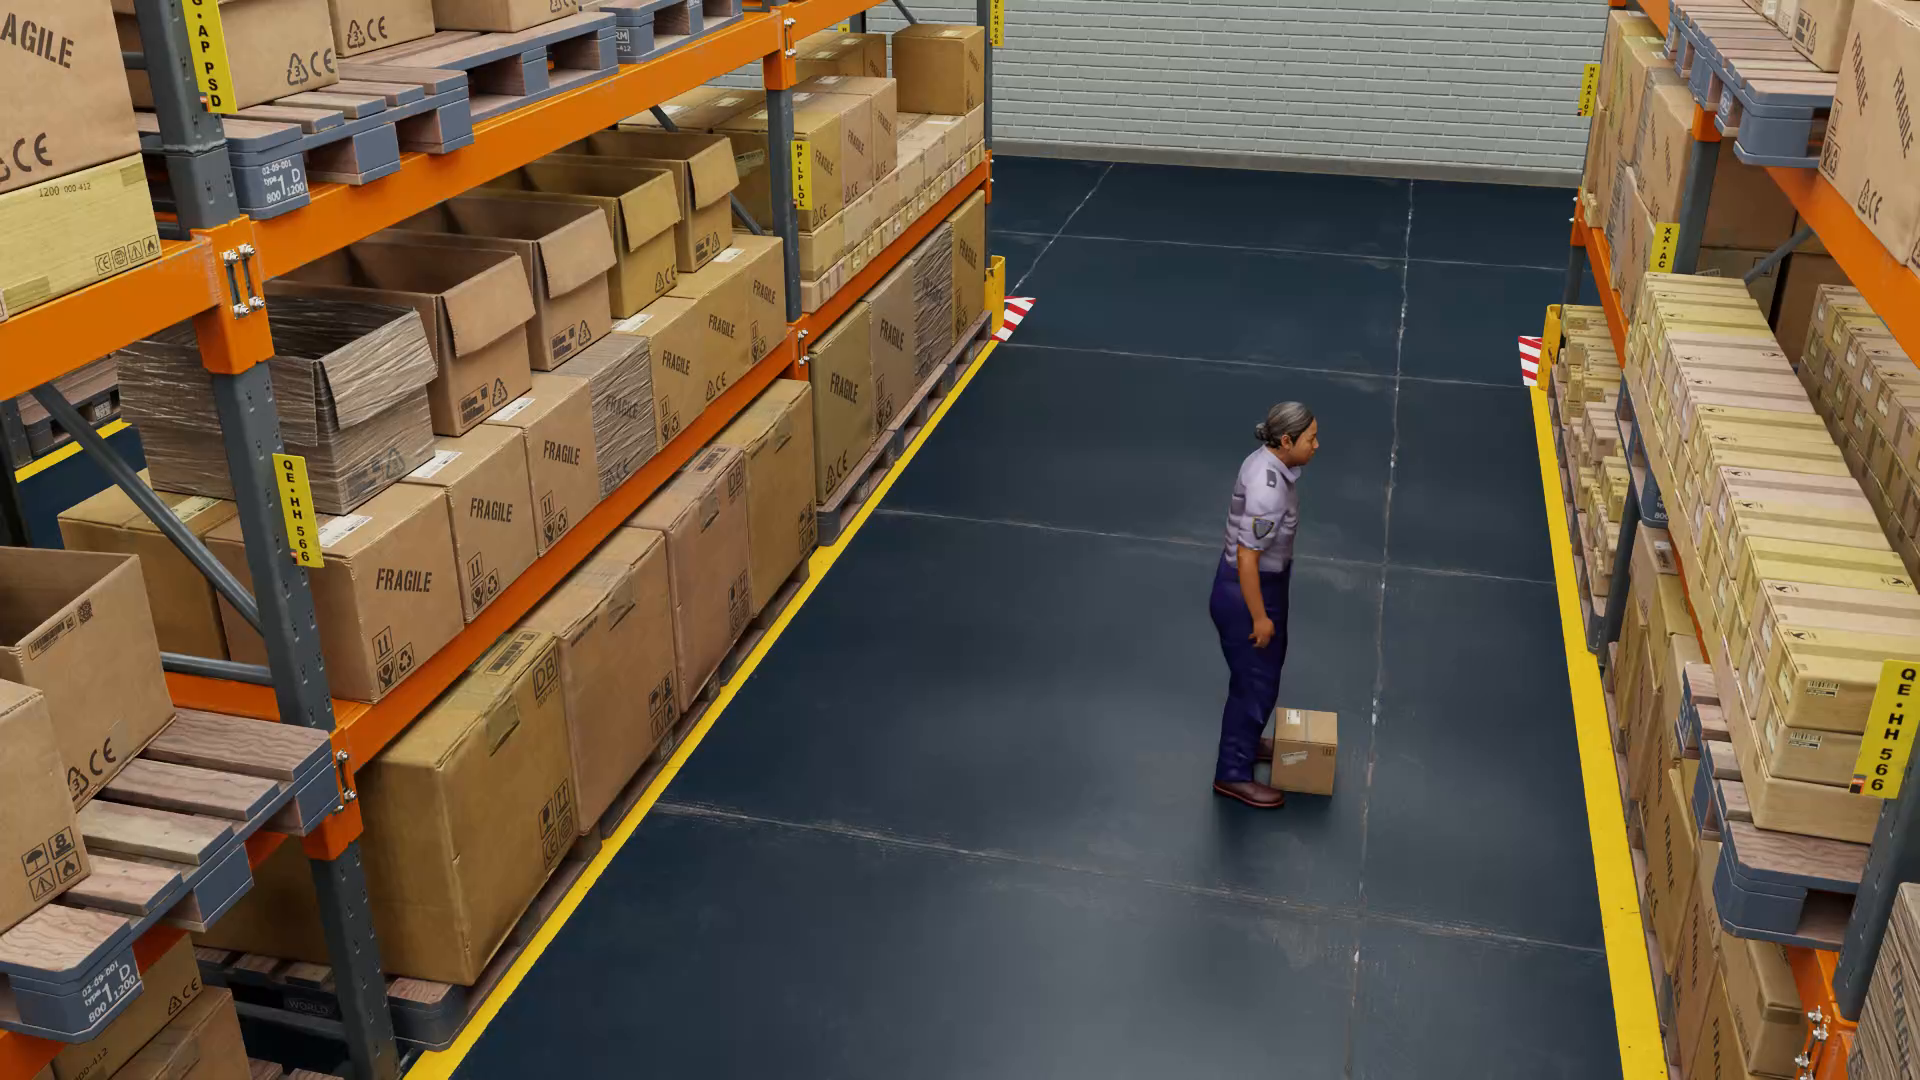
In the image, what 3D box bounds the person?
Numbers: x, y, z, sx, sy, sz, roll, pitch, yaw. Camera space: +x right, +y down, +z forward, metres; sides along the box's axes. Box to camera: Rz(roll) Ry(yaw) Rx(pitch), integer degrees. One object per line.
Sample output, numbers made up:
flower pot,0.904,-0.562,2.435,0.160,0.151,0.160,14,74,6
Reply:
person,1.194,0.232,6.647,0.372,1.639,0.537,6,26,13
